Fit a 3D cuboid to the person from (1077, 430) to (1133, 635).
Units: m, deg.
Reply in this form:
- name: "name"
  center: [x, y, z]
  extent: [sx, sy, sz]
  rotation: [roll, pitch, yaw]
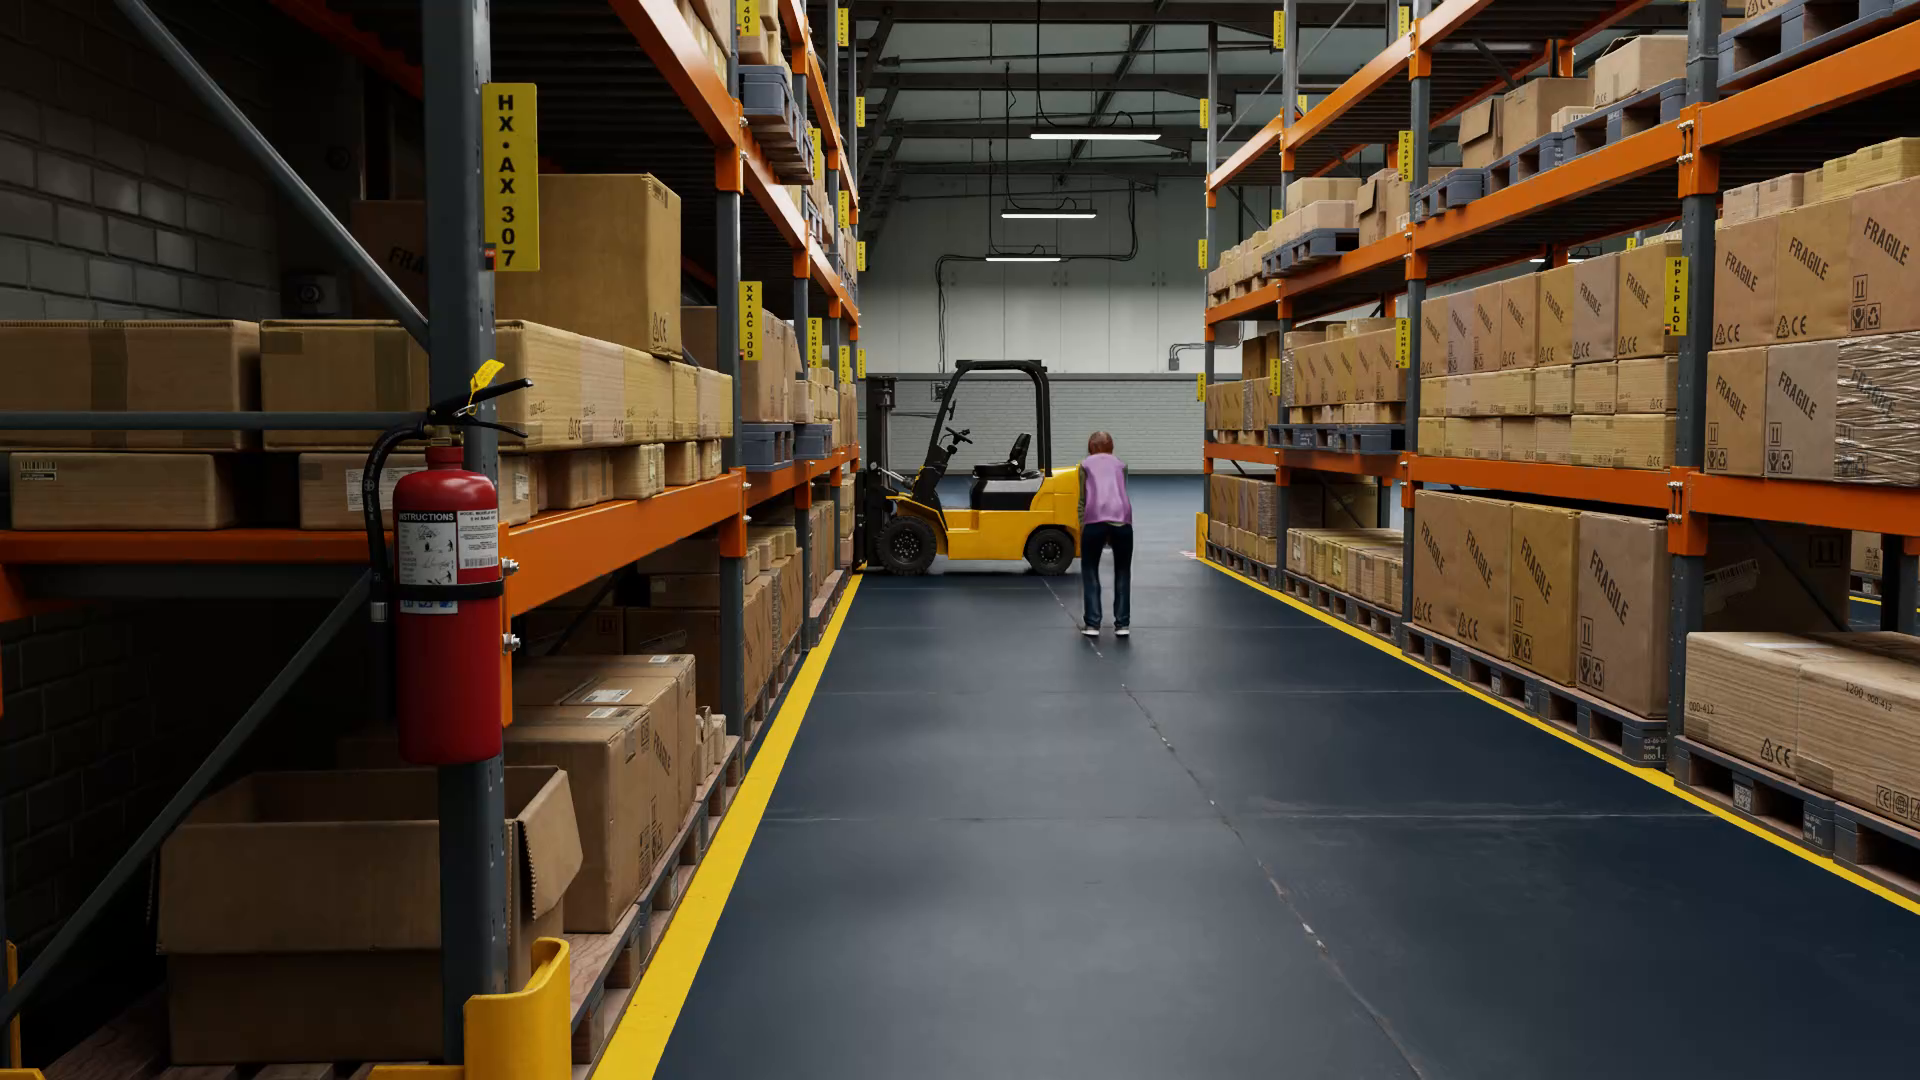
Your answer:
- name: "person"
  center: [1.043, -0.048, 11.992]
  extent: [0.377, 1.457, 0.637]
  rotation: [0, 4, -2]
